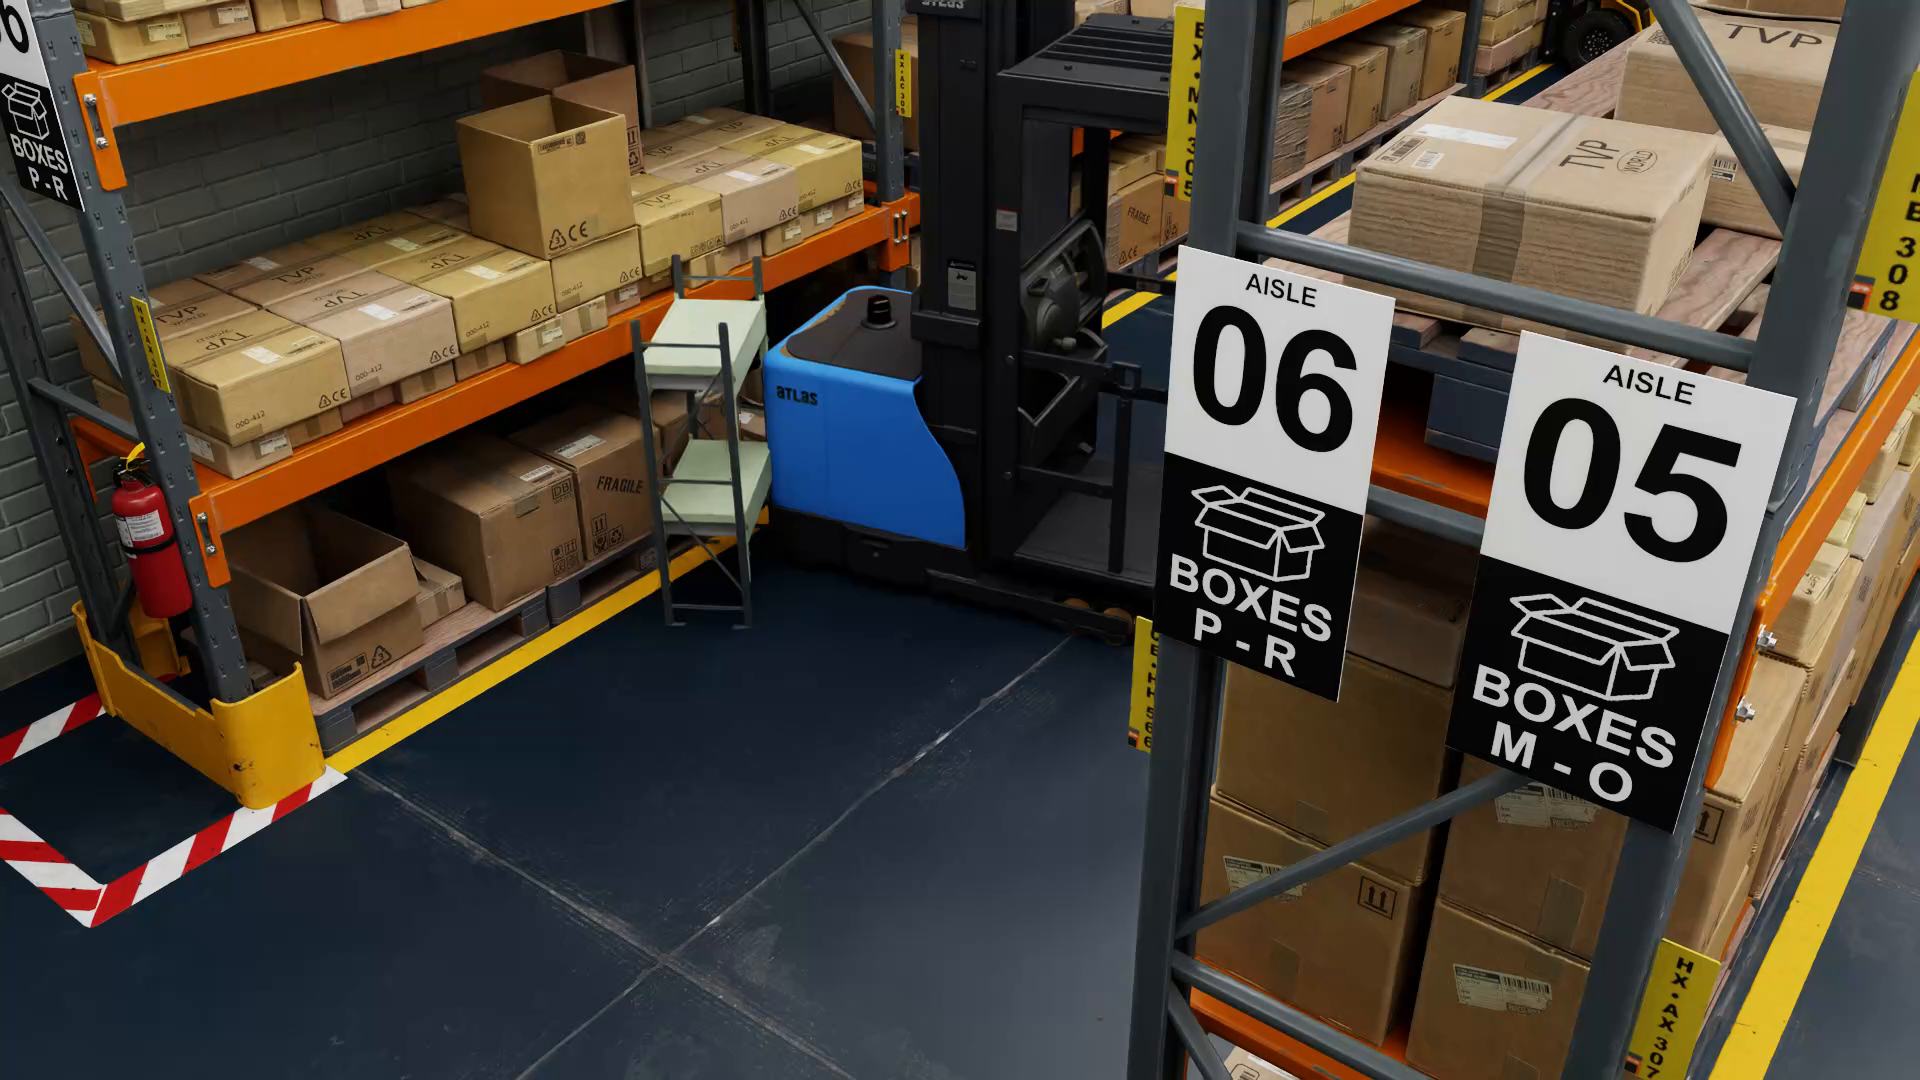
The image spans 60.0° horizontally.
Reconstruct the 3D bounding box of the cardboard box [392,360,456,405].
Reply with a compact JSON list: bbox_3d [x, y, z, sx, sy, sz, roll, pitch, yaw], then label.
[{"bbox_3d":[-2.272,-0.705,6.744,0.380,0.149,0.250,22,37,33],"label":"cardboard box"}]

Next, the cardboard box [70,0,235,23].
[{"bbox_3d":[-2.652,-1.895,5.418,0.500,0.250,0.500,21,36,31],"label":"cardboard box"}]

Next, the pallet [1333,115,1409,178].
[{"bbox_3d":[2.956,-3.313,13.634,1.003,0.211,1.213,21,37,31],"label":"pallet"}]

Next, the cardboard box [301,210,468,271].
[{"bbox_3d":[-2.457,-1.186,7.164,0.500,0.250,0.500,22,37,33],"label":"cardboard box"}]

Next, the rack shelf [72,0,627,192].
[{"bbox_3d":[-1.931,-2.239,6.849,1.077,0.370,4.000,21,37,31],"label":"rack shelf"}]

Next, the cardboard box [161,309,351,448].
[{"bbox_3d":[-2.649,-0.610,6.192,0.500,0.250,0.500,21,37,32],"label":"cardboard box"}]

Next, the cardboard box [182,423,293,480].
[{"bbox_3d":[-2.721,-0.386,6.205,0.380,0.149,0.250,21,36,31],"label":"cardboard box"}]

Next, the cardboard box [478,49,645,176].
[{"bbox_3d":[-1.834,-1.933,7.690,0.500,0.500,0.500,20,36,30],"label":"cardboard box"}]

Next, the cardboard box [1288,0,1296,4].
[{"bbox_3d":[2.174,-3.944,11.620,0.500,0.250,0.500,21,37,31],"label":"cardboard box"}]

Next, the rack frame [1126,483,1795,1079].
[{"bbox_3d":[0.822,1.081,3.483,1.000,3.000,0.127,21,37,31],"label":"rack frame"}]

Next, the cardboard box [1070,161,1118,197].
[{"bbox_3d":[0.772,-2.272,10.545,0.380,0.149,0.250,19,36,29],"label":"cardboard box"}]

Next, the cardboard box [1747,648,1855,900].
[{"bbox_3d":[1.945,0.516,4.339,0.500,0.500,0.500,21,37,31],"label":"cardboard box"}]

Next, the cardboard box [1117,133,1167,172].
[{"bbox_3d":[1.261,-2.588,11.079,0.380,0.149,0.250,20,36,30],"label":"cardboard box"}]

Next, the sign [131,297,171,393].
[{"bbox_3d":[-2.705,-0.650,5.556,0.100,0.325,0.005,21,37,31],"label":"sign"}]

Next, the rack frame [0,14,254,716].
[{"bbox_3d":[-3.138,-0.445,6.058,1.000,3.000,0.127,21,37,31],"label":"rack frame"}]

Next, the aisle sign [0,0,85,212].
[{"bbox_3d":[-2.945,-1.445,5.196,0.394,0.787,0.004,21,37,31],"label":"aisle sign"}]

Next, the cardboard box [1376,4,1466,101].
[{"bbox_3d":[3.800,-4.266,14.423,0.875,0.625,0.625,23,38,33],"label":"cardboard box"}]

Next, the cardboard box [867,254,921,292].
[{"bbox_3d":[-0.295,-1.519,9.274,0.380,0.149,0.250,23,38,33],"label":"cardboard box"}]

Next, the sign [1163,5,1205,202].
[{"bbox_3d":[0.397,-0.729,2.804,0.100,0.325,0.005,21,37,31],"label":"sign"}]

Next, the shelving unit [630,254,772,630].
[{"bbox_3d":[-1.114,-0.437,7.501,0.431,1.500,0.755,2,31,4],"label":"shelving unit"}]

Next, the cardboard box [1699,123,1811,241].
[{"bbox_3d":[1.662,-0.696,3.277,0.380,0.149,0.250,23,37,33],"label":"cardboard box"}]

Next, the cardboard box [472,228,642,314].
[{"bbox_3d":[-1.750,-1.236,7.249,0.500,0.250,0.500,20,36,30],"label":"cardboard box"}]

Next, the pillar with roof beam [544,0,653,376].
[{"bbox_3d":[1.570,-3.321,5.027,9.100,9.000,0.400,21,37,31],"label":"pillar with roof beam"}]

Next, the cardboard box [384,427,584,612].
[{"bbox_3d":[-2.146,-0.105,7.525,0.700,0.500,0.500,23,38,33],"label":"cardboard box"}]

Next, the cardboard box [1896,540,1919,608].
[{"bbox_3d":[2.854,-0.109,5.395,0.500,0.500,0.500,20,36,30],"label":"cardboard box"}]

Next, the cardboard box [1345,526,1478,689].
[{"bbox_3d":[0.879,0.122,3.388,0.380,0.149,0.250,22,37,32],"label":"cardboard box"}]

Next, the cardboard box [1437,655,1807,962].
[{"bbox_3d":[1.338,0.501,3.384,0.500,0.500,0.500,20,36,30],"label":"cardboard box"}]

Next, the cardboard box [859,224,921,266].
[{"bbox_3d":[-0.343,-1.665,9.230,0.380,0.149,0.250,20,36,30],"label":"cardboard box"}]

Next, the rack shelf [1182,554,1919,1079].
[{"bbox_3d":[2.029,0.578,5.038,1.077,0.370,4.000,21,37,31],"label":"rack shelf"}]

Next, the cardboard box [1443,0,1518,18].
[{"bbox_3d":[4.648,-4.850,14.796,0.500,0.250,0.500,21,36,31],"label":"cardboard box"}]

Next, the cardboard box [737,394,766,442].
[{"bbox_3d":[-1.041,-0.613,8.612,0.396,0.266,0.258,23,37,33],"label":"cardboard box"}]

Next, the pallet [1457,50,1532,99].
[{"bbox_3d":[4.619,-4.433,15.523,1.003,0.211,1.213,21,37,31],"label":"pallet"}]

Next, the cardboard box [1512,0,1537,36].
[{"bbox_3d":[4.946,-4.842,15.273,0.500,0.250,0.500,21,37,31],"label":"cardboard box"}]

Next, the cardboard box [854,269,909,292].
[{"bbox_3d":[-0.252,-1.303,9.547,0.500,0.500,0.500,23,38,33],"label":"cardboard box"}]

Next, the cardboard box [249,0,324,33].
[{"bbox_3d":[-2.454,-1.899,5.816,0.380,0.149,0.250,21,37,32],"label":"cardboard box"}]

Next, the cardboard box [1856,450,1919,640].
[{"bbox_3d":[2.250,-0.126,4.442,0.500,0.500,0.500,21,37,31],"label":"cardboard box"}]

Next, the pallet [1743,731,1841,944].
[{"bbox_3d":[2.715,0.940,6.457,1.003,0.211,1.213,21,37,31],"label":"pallet"}]

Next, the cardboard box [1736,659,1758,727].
[{"bbox_3d":[1.257,0.270,3.137,0.380,0.149,0.250,22,37,32],"label":"cardboard box"}]

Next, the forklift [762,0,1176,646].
[{"bbox_3d":[0.642,-1.098,7.227,3.031,2.935,1.130,13,33,20],"label":"forklift"}]

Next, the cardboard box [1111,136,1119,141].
[{"bbox_3d":[0.860,-2.739,11.334,0.380,0.149,0.250,22,37,32],"label":"cardboard box"}]

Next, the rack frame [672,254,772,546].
[{"bbox_3d":[-1.083,-0.625,7.814,0.400,1.500,0.023,2,31,4],"label":"rack frame"}]

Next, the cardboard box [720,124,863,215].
[{"bbox_3d":[-0.836,-1.852,8.288,0.500,0.250,0.500,22,37,32],"label":"cardboard box"}]

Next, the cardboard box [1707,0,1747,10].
[{"bbox_3d":[2.448,-1.545,4.361,0.797,0.503,0.637,24,38,35],"label":"cardboard box"}]

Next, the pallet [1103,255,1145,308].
[{"bbox_3d":[0.473,-1.711,10.930,1.003,0.211,1.213,21,37,31],"label":"pallet"}]

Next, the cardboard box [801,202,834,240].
[{"bbox_3d":[-0.854,-1.643,8.326,0.380,0.149,0.250,22,37,33],"label":"cardboard box"}]

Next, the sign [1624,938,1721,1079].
[{"bbox_3d":[1.260,0.848,2.950,0.100,0.325,0.005,21,37,31],"label":"sign"}]

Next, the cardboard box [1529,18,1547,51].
[{"bbox_3d":[5.254,-4.840,15.759,0.500,0.250,0.500,22,37,32],"label":"cardboard box"}]

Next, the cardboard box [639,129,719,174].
[{"bbox_3d":[-1.535,-1.810,8.217,0.500,0.250,0.500,21,36,31],"label":"cardboard box"}]

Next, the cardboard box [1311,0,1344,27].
[{"bbox_3d":[2.461,-3.940,12.103,0.500,0.250,0.500,20,36,30],"label":"cardboard box"}]

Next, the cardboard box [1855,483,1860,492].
[{"bbox_3d":[1.867,-0.164,3.870,0.380,0.149,0.250,22,37,32],"label":"cardboard box"}]

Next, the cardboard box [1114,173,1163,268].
[{"bbox_3d":[0.983,-2.150,10.976,0.500,0.500,0.500,23,38,33],"label":"cardboard box"}]

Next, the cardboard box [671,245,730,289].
[{"bbox_3d":[-1.304,-1.319,7.780,0.380,0.149,0.250,21,36,31],"label":"cardboard box"}]

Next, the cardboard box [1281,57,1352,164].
[{"bbox_3d":[2.467,-3.373,12.916,0.875,0.625,0.625,22,37,33],"label":"cardboard box"}]

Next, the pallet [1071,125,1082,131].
[{"bbox_3d":[0.521,-2.822,10.258,1.003,0.211,1.213,21,37,31],"label":"pallet"}]

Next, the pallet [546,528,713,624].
[{"bbox_3d":[-1.875,-0.094,8.202,1.003,0.211,1.213,21,37,31],"label":"pallet"}]

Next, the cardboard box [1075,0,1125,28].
[{"bbox_3d":[0.533,-2.952,9.778,0.700,0.500,0.500,21,37,31],"label":"cardboard box"}]

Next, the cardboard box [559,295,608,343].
[{"bbox_3d":[-1.761,-1.007,7.254,0.380,0.149,0.250,22,37,32],"label":"cardboard box"}]
